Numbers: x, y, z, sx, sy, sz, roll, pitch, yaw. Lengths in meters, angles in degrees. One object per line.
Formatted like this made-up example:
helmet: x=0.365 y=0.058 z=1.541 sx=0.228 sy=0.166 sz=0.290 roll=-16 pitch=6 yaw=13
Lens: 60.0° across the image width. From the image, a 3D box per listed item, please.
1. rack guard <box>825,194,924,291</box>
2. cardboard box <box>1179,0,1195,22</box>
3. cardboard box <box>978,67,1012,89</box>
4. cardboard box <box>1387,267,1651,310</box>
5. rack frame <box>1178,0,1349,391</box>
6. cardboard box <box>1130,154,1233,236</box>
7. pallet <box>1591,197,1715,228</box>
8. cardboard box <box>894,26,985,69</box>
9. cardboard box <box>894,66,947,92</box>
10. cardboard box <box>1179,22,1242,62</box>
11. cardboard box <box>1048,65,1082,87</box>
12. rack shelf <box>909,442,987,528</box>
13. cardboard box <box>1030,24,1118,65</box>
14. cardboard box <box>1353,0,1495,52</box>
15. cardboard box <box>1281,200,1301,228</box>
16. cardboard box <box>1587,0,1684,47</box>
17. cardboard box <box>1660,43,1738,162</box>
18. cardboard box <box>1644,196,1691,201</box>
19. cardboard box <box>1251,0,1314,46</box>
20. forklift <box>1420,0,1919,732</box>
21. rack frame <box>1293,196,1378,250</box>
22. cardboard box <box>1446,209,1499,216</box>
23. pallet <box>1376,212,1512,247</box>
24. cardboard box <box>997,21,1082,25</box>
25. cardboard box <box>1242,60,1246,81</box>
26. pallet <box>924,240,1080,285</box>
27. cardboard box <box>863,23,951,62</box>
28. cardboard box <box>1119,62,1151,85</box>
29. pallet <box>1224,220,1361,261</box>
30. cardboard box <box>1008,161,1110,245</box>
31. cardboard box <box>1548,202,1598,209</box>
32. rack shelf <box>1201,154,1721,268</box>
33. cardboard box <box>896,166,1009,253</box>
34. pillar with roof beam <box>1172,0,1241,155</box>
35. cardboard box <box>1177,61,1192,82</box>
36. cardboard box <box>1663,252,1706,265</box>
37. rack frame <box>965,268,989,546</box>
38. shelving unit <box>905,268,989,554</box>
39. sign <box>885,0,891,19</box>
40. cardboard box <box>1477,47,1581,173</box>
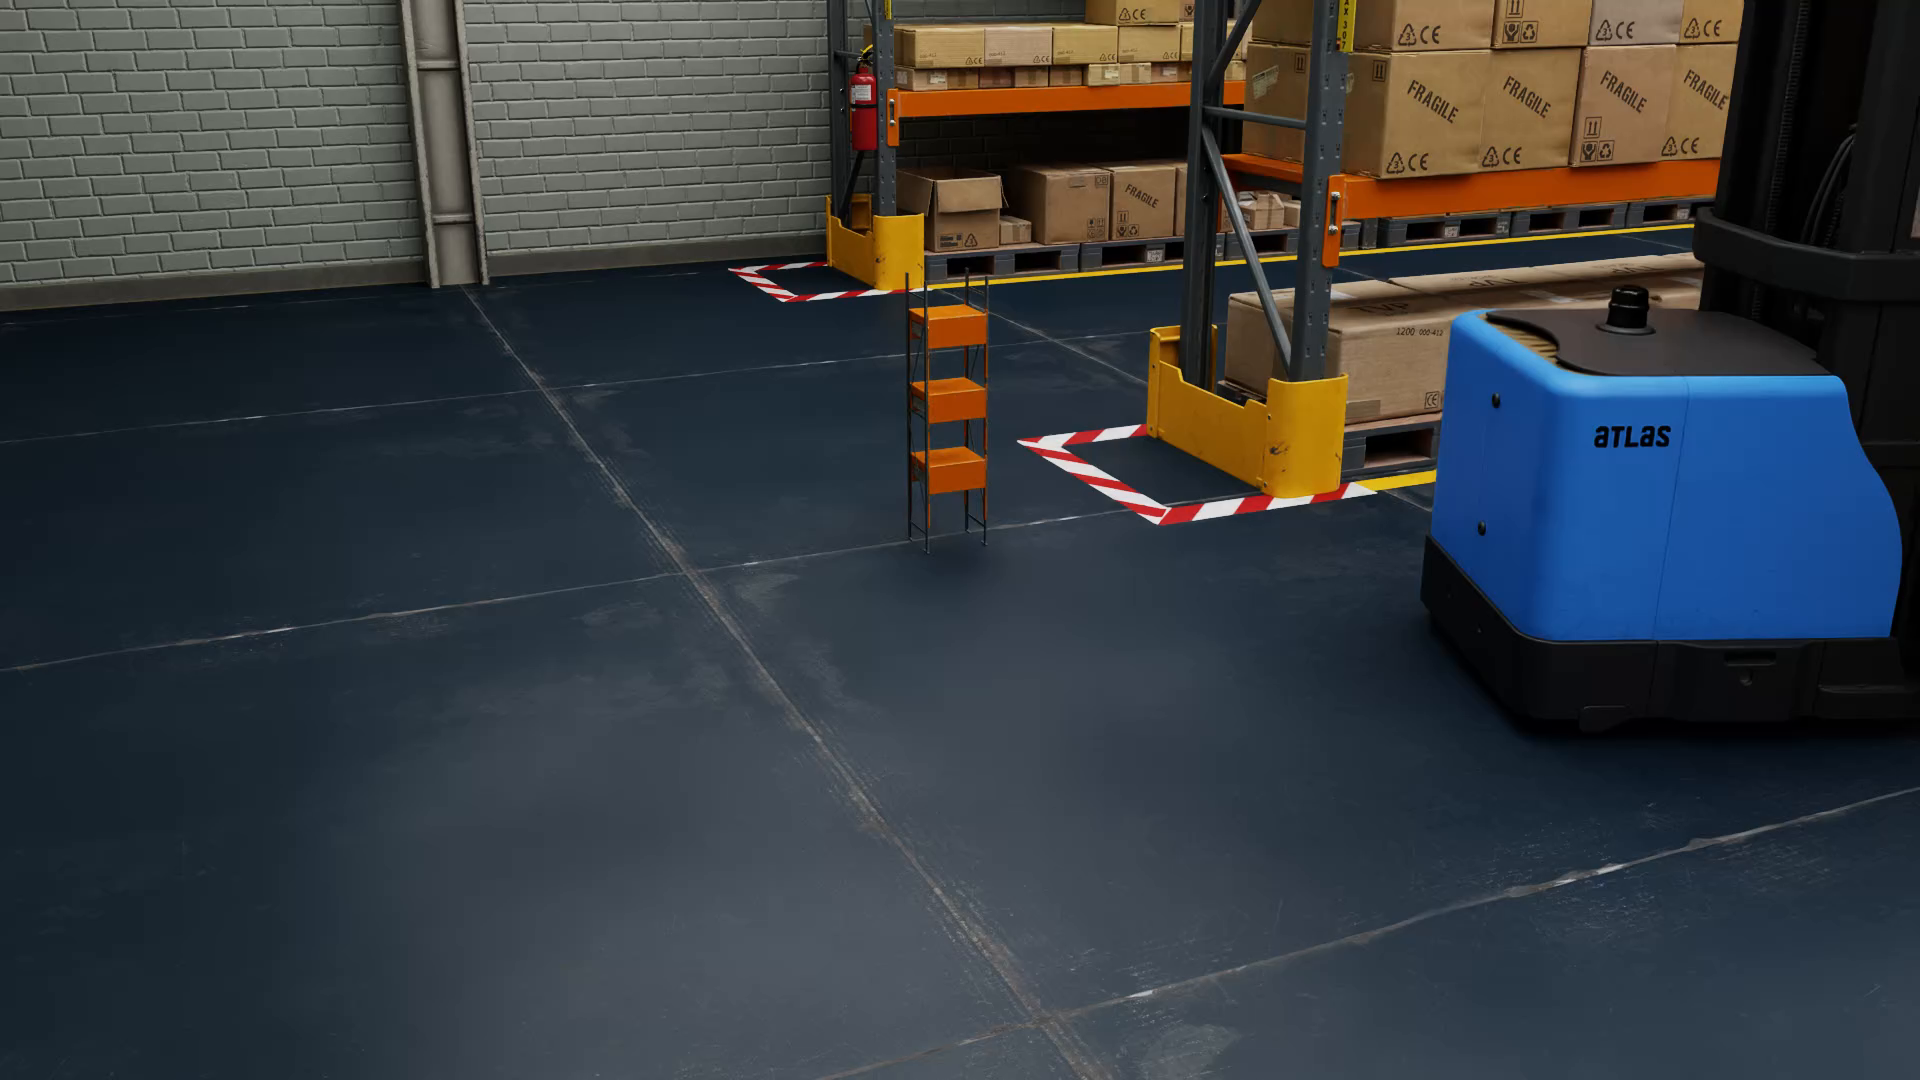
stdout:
rack guard: x=-0.615 y=-2.130 z=11.819 sx=0.348 sy=0.500 sz=1.175 roll=-8 pitch=21 yaw=-22
cardboard box: x=1.516 y=-4.134 z=12.395 sx=0.500 sy=0.500 sz=0.500 roll=-9 pitch=21 yaw=-23
cardboard box: x=0.169 y=-3.233 z=11.566 sx=0.250 sy=0.149 sz=0.380 roll=-8 pitch=21 yaw=-23
cardboard box: x=2.689 y=-1.016 z=8.116 sx=0.875 sy=0.438 sz=0.875 roll=-8 pitch=21 yaw=-20
rack frame: x=1.285 y=-1.786 z=7.078 sx=0.127 sy=3.000 sz=1.000 roll=-8 pitch=21 yaw=-22
cardboard box: x=1.668 y=-2.607 z=12.541 sx=0.500 sy=0.500 sz=0.700 roll=-9 pitch=21 yaw=-24
pallet: x=5.961 y=-2.949 z=14.581 sx=1.213 sy=0.211 sz=1.003 roll=-8 pitch=21 yaw=-22
cardboard box: x=-0.161 y=-3.346 z=11.287 sx=0.500 sy=0.250 sz=0.500 roll=-8 pitch=21 yaw=-22
cardboard box: x=-0.274 y=-3.140 z=11.302 sx=0.250 sy=0.149 sz=0.380 roll=-8 pitch=21 yaw=-22
cardboard box: x=1.700 y=-3.621 z=12.069 sx=0.500 sy=0.250 sz=0.500 roll=-8 pitch=21 yaw=-22
cardboard box: x=0.667 y=-3.284 z=11.711 sx=0.250 sy=0.149 sz=0.380 roll=-8 pitch=21 yaw=-21
rack shelf: x=-0.049 y=-0.216 z=6.423 sx=0.240 sy=0.259 sz=0.215 roll=-8 pitch=21 yaw=-22
cardboard box: x=0.766 y=-3.480 z=11.668 sx=0.500 sy=0.250 sz=0.500 roll=-9 pitch=21 yaw=-23
cardboard box: x=1.839 y=-2.281 z=6.828 sx=0.500 sy=0.500 sz=0.500 roll=-9 pitch=21 yaw=-23
cardboard box: x=2.593 y=-2.516 z=12.811 sx=0.250 sy=0.149 sz=0.380 roll=-9 pitch=21 yaw=-24
cardboard box: x=2.780 y=-2.421 z=7.226 sx=0.500 sy=0.500 sz=0.500 roll=-8 pitch=21 yaw=-22
cardboard box: x=3.221 y=-2.016 z=7.581 sx=0.500 sy=0.500 sz=0.500 roll=-7 pitch=21 yaw=-20
cardboard box: x=5.894 y=-3.187 z=14.188 sx=0.500 sy=0.500 sz=0.500 roll=-8 pitch=21 yaw=-23
cardboard box: x=1.634 y=-2.441 z=7.281 sx=0.500 sy=0.500 sz=0.500 roll=-7 pitch=21 yaw=-20
forklift: x=3.112 y=-0.983 z=4.900 sx=3.031 sy=2.935 sz=1.130 roll=-1 pitch=19 yaw=-2
rack frame: x=2.988 y=-3.825 z=12.870 sx=0.127 sy=3.000 sz=1.000 roll=-8 pitch=21 yaw=-22
cardboard box: x=4.007 y=-2.912 z=13.408 sx=0.500 sy=0.500 sz=0.500 roll=-8 pitch=21 yaw=-23
pallet: x=3.720 y=-2.628 z=13.670 sx=1.213 sy=0.211 sz=1.003 roll=-8 pitch=21 yaw=-22
cardboard box: x=0.563 y=-3.641 z=12.125 sx=0.500 sy=0.250 sz=0.500 roll=-7 pitch=21 yaw=-20
cardboard box: x=2.085 y=-3.479 z=12.265 sx=0.250 sy=0.149 sz=0.380 roll=-8 pitch=21 yaw=-21
pallet: x=0.117 y=-2.099 z=12.166 sx=1.213 sy=0.211 sz=1.003 roll=-8 pitch=21 yaw=-22
cardboard box: x=-0.367 y=-3.510 z=11.752 sx=0.500 sy=0.250 sz=0.500 roll=-8 pitch=21 yaw=-20
cardboard box: x=1.162 y=-3.335 z=11.856 sx=0.250 sy=0.149 sz=0.380 roll=-8 pitch=21 yaw=-21
pallet: x=2.357 y=-2.420 z=13.077 sx=1.213 sy=0.211 sz=1.003 roll=-8 pitch=21 yaw=-22
cardboard box: x=0.715 y=-2.470 z=12.153 sx=0.500 sy=0.500 sz=0.700 roll=-7 pitch=21 yaw=-20
cardboard box: x=4.945 y=-3.043 z=13.779 sx=0.500 sy=0.500 sz=0.500 roll=-9 pitch=21 yaw=-24
rack shelf: x=3.122 y=-1.710 z=7.944 sx=4.000 sy=0.370 sz=1.077 roll=-8 pitch=21 yaw=-22
cardboard box: x=-0.085 y=-2.371 z=11.867 sx=0.637 sy=0.503 sz=0.797 roll=-9 pitch=21 yaw=-24
pillar with roof beam: x=3.697 y=-5.525 z=8.665 sx=0.400 sy=9.000 sz=9.100 roll=-8 pitch=21 yaw=-22
cardboard box: x=1.580 y=-3.437 z=12.146 sx=0.250 sy=0.149 sz=0.380 roll=-8 pitch=21 yaw=-21
cardboard box: x=4.339 y=-1.252 z=8.786 sx=0.875 sy=0.438 sz=0.875 roll=-8 pitch=21 yaw=-23
rack frame: x=0.063 y=-0.504 z=6.373 sx=0.008 sy=1.050 sz=0.200 roll=-8 pitch=21 yaw=-22
shelving unit: x=-0.049 y=-0.488 z=6.328 sx=0.252 sy=1.050 sz=0.215 roll=-8 pitch=21 yaw=-22
sign: x=-0.469 y=-3.542 z=10.762 sx=0.005 sy=0.325 sz=0.100 roll=-8 pitch=21 yaw=-22
cardboard box: x=2.293 y=-1.884 z=7.205 sx=0.500 sy=0.500 sz=0.500 roll=-8 pitch=21 yaw=-23
